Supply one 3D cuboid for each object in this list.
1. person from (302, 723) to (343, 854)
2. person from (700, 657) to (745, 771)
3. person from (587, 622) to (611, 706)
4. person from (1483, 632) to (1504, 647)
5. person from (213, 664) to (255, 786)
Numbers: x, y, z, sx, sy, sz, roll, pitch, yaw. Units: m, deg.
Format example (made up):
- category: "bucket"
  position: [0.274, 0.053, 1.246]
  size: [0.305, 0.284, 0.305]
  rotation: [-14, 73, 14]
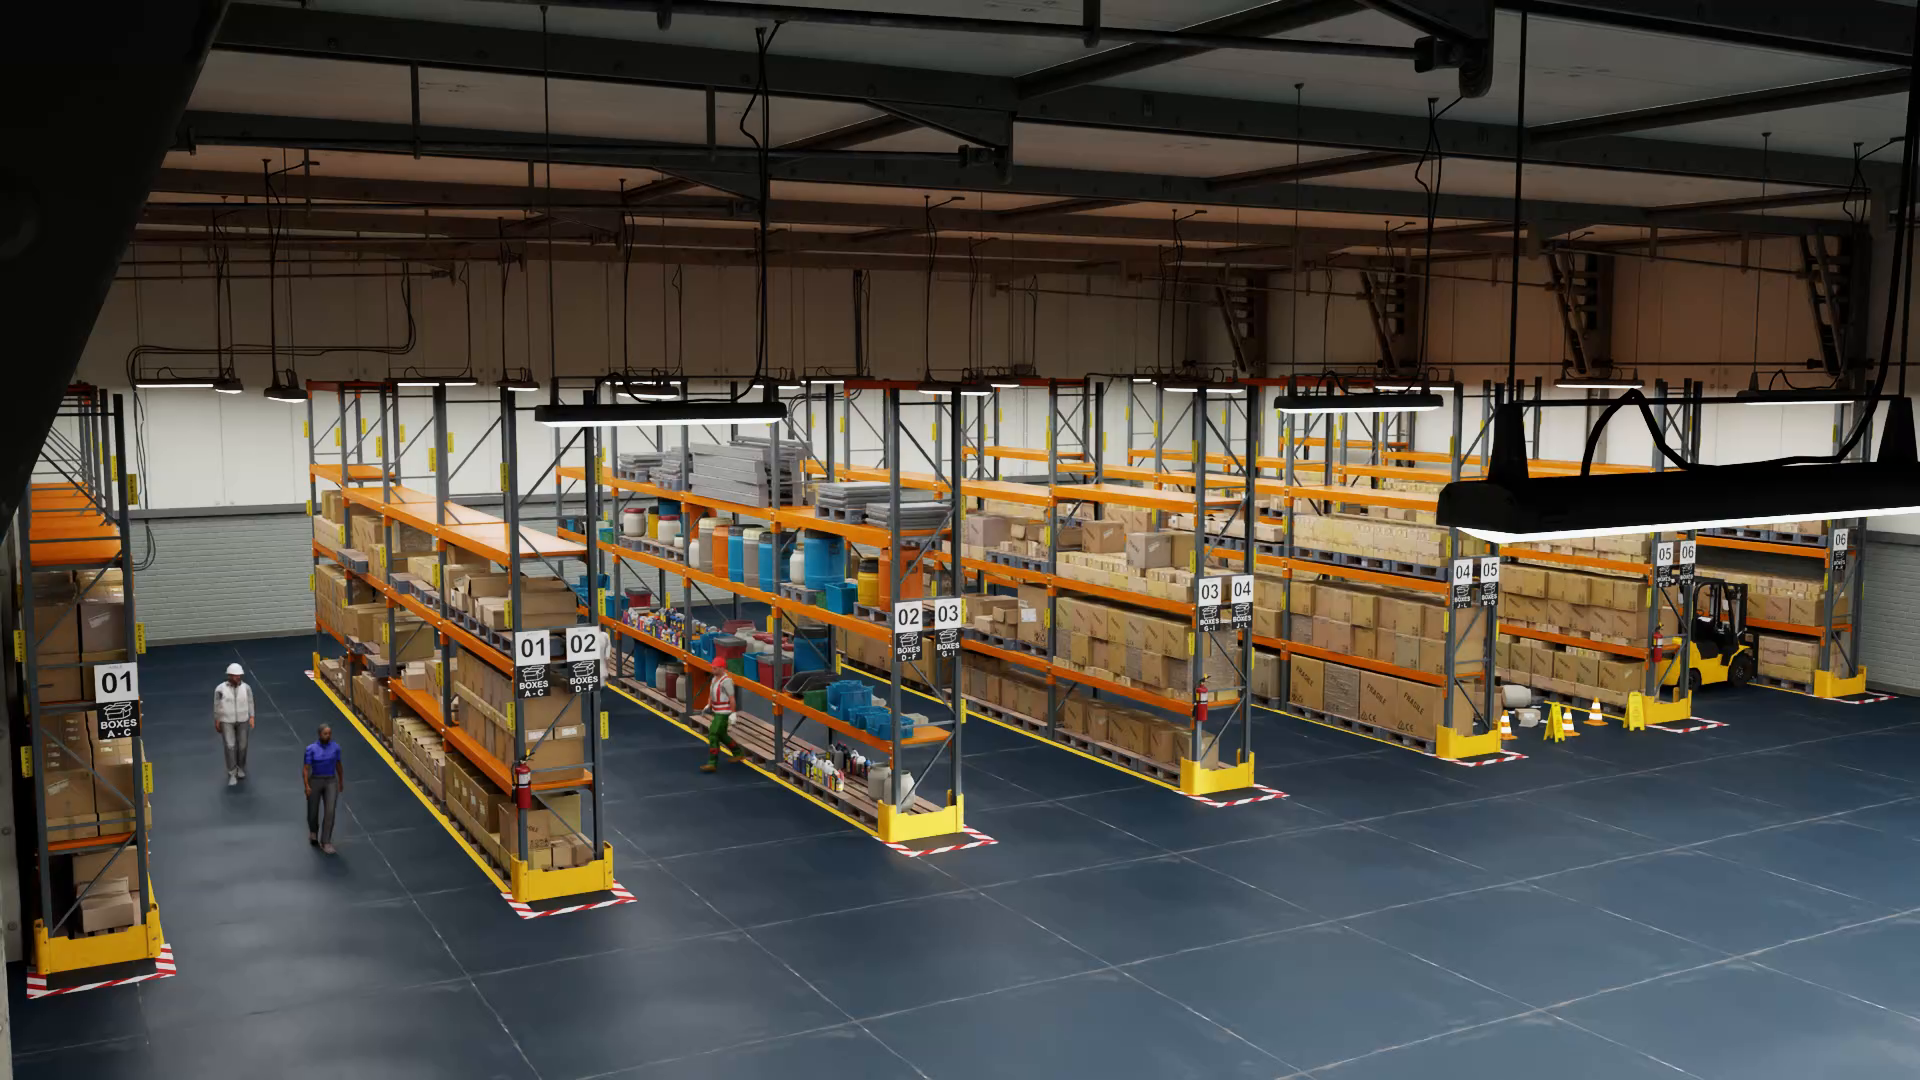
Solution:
- category: "person"
  position: [-8.335, 3.221, 21.792]
  size: [0.538, 1.650, 0.786]
  rotation: [-4, 7, -34]
- category: "person"
  position: [-3.742, 2.706, 26.046]
  size: [0.804, 1.755, 0.593]
  rotation: [-2, 6, -21]
- category: "person"
  position: [-6.673, 2.287, 30.249]
  size: [0.677, 1.687, 0.674]
  rotation: [-2, 6, -20]
- category: "person"
  position: [11.898, 1.577, 36.912]
  size: [0.513, 1.746, 0.701]
  rotation: [-5, 8, -42]
- category: "person"
  position: [-10.975, 2.785, 25.236]
  size: [0.564, 1.795, 0.663]
  rotation: [-5, 8, -38]
